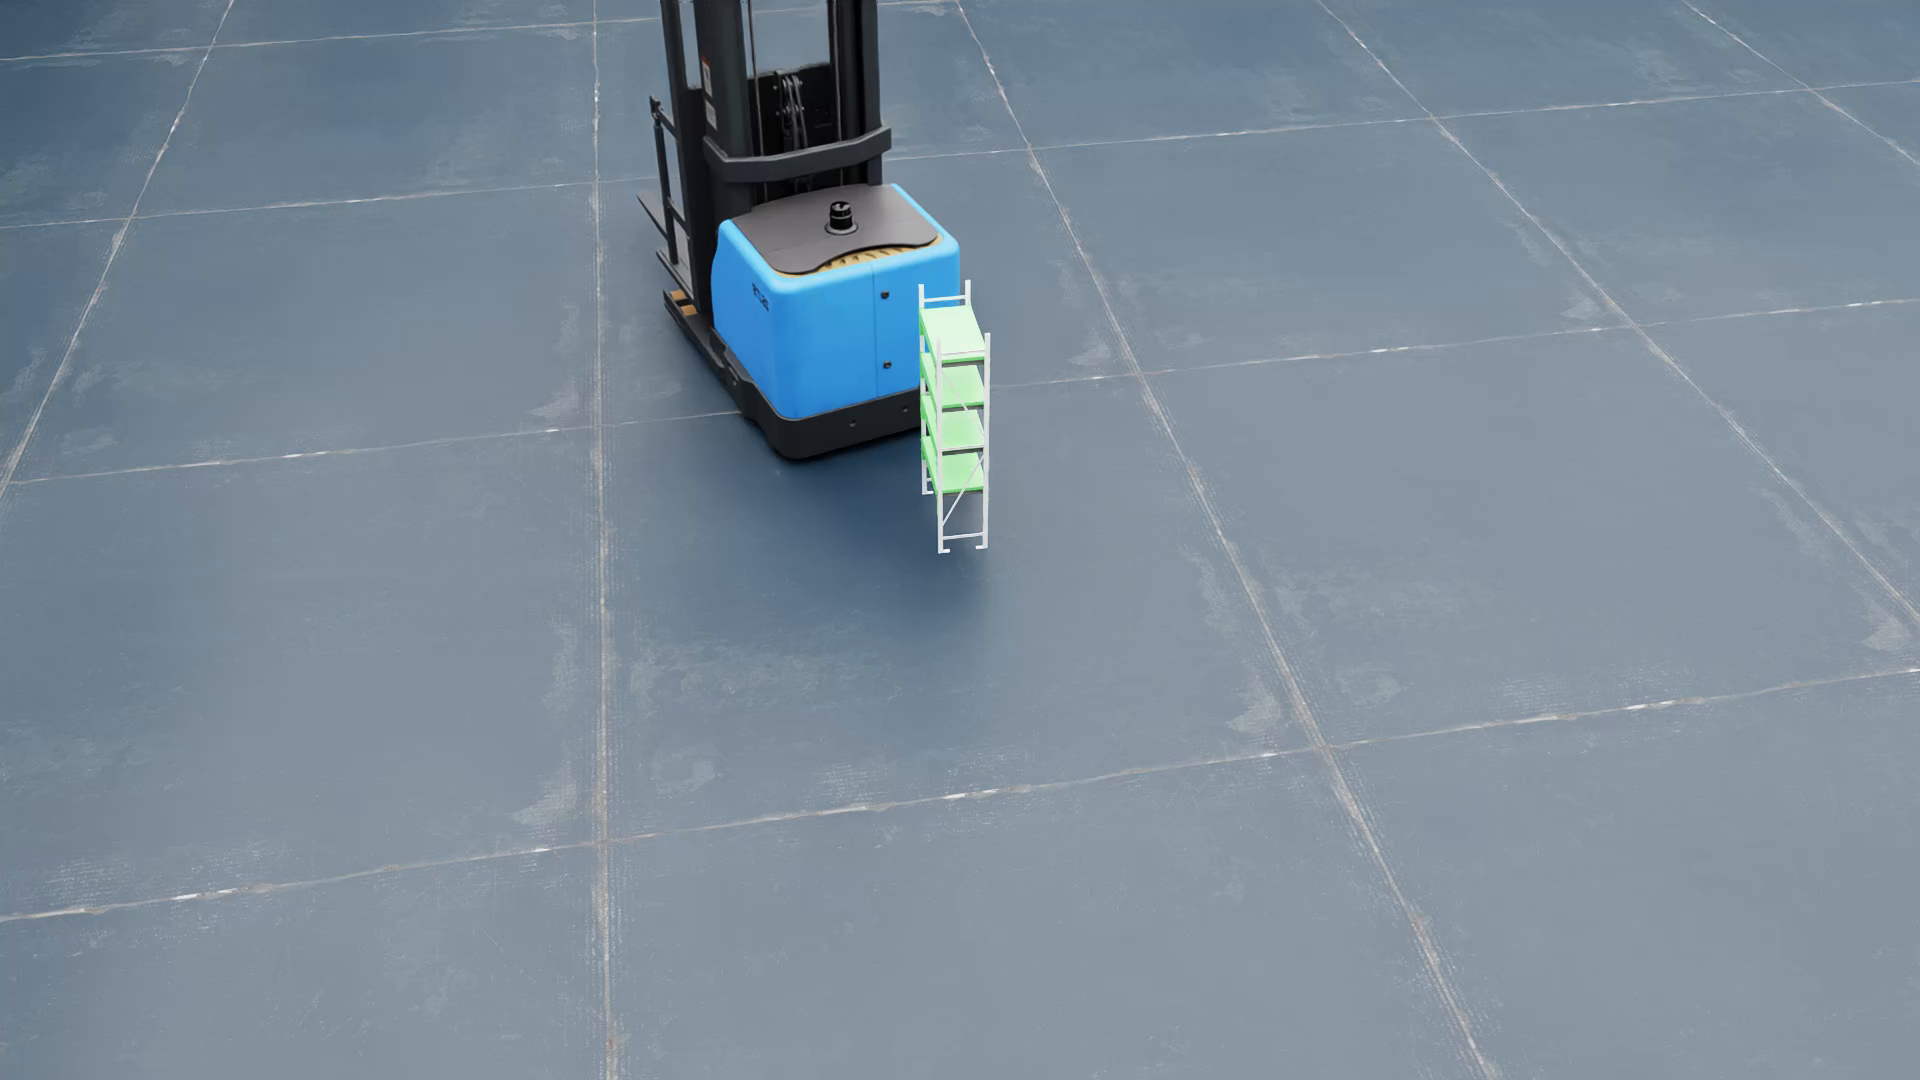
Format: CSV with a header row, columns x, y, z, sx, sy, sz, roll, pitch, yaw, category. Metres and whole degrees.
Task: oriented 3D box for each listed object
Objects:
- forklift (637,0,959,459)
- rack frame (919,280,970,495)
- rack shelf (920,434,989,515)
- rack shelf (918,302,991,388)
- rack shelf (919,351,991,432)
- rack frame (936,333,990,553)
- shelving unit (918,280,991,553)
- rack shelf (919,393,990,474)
x,y,z,sx,sy,sz,roll,pitch,yaw,category
-1.094,-2.472,8.942,1.130,2.935,3.031,-17,41,-21,forklift
-0.072,-0.721,8.100,0.240,1.200,0.015,-6,38,-8,rack frame
-0.029,-0.334,8.097,0.258,0.148,0.480,-6,38,-8,rack shelf
-0.029,-0.902,7.655,0.258,0.148,0.480,-6,38,-8,rack shelf
-0.029,-0.713,7.802,0.258,0.148,0.480,-6,38,-8,rack shelf
0.014,-0.426,7.721,0.240,1.200,0.015,-6,38,-8,rack frame
-0.029,-0.574,7.911,0.258,1.200,0.503,-6,38,-8,shelving unit
-0.029,-0.523,7.950,0.258,0.148,0.480,-6,38,-8,rack shelf
